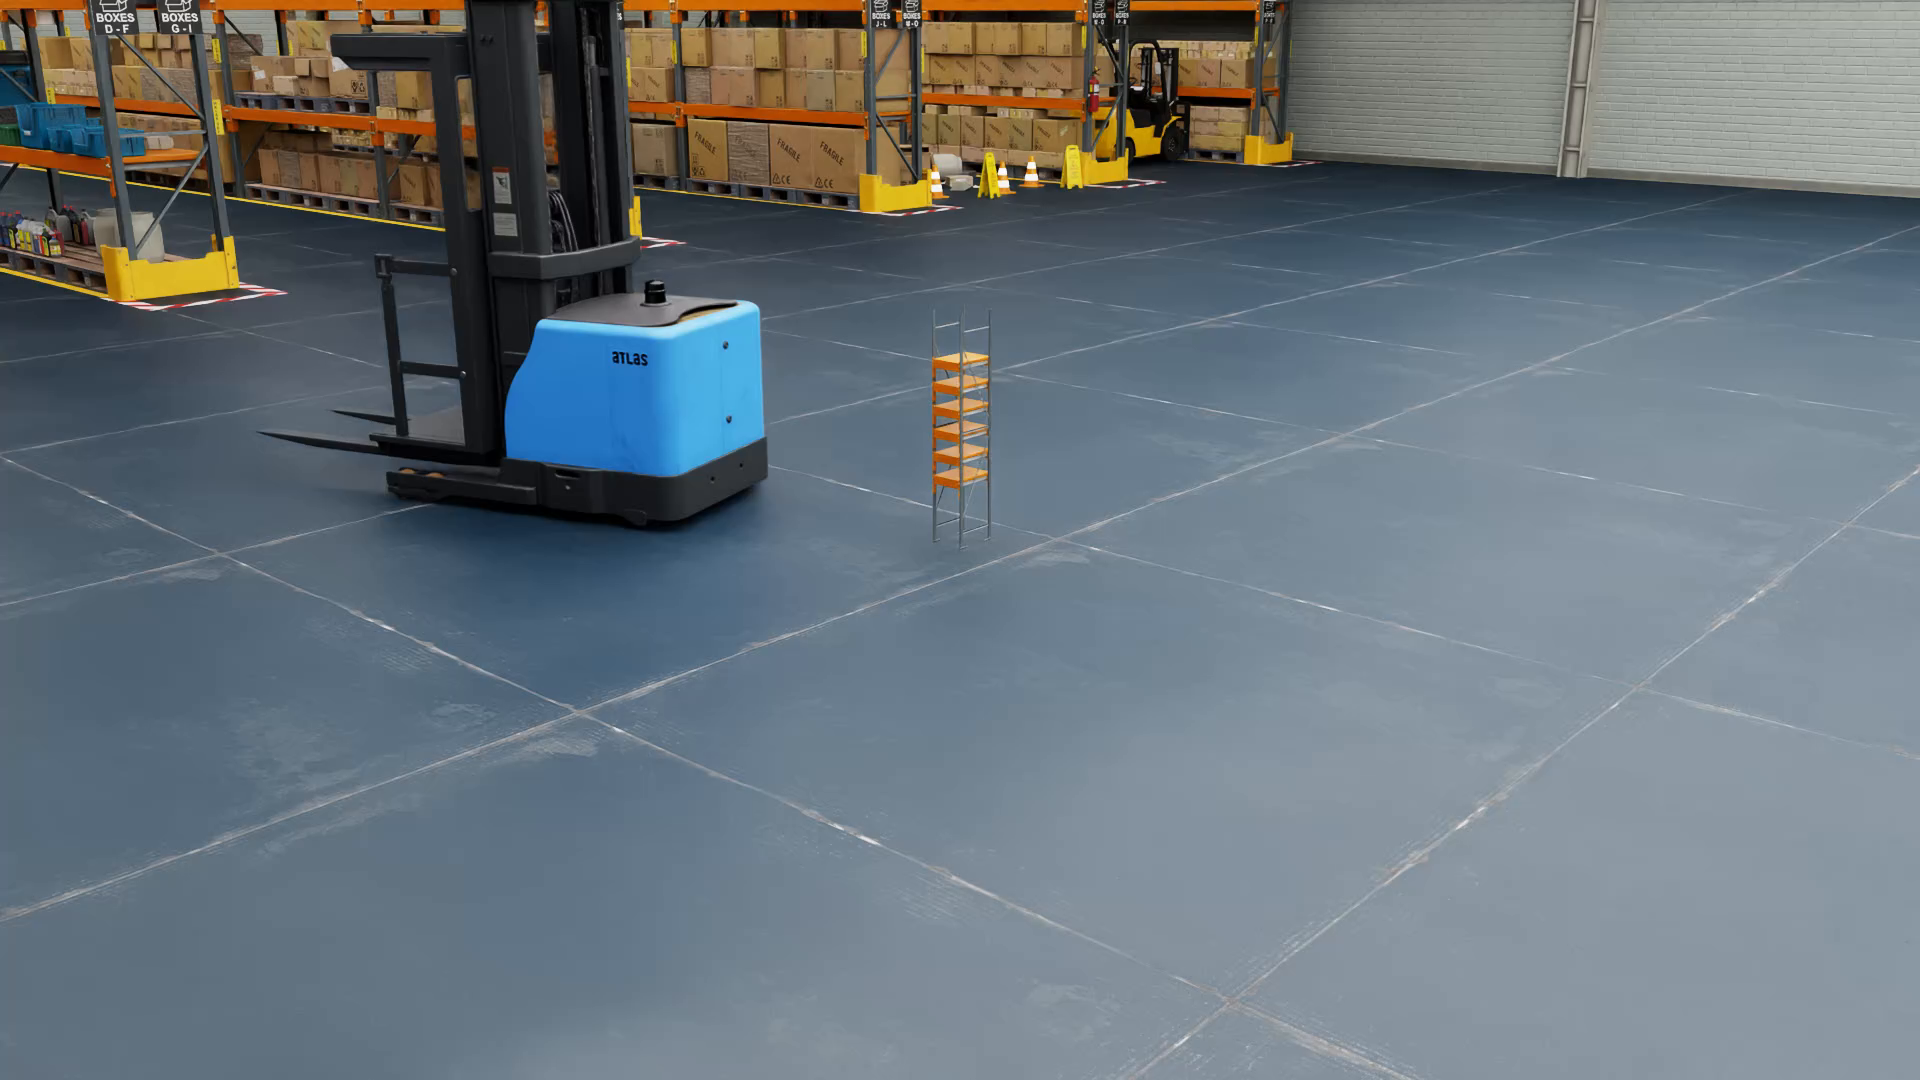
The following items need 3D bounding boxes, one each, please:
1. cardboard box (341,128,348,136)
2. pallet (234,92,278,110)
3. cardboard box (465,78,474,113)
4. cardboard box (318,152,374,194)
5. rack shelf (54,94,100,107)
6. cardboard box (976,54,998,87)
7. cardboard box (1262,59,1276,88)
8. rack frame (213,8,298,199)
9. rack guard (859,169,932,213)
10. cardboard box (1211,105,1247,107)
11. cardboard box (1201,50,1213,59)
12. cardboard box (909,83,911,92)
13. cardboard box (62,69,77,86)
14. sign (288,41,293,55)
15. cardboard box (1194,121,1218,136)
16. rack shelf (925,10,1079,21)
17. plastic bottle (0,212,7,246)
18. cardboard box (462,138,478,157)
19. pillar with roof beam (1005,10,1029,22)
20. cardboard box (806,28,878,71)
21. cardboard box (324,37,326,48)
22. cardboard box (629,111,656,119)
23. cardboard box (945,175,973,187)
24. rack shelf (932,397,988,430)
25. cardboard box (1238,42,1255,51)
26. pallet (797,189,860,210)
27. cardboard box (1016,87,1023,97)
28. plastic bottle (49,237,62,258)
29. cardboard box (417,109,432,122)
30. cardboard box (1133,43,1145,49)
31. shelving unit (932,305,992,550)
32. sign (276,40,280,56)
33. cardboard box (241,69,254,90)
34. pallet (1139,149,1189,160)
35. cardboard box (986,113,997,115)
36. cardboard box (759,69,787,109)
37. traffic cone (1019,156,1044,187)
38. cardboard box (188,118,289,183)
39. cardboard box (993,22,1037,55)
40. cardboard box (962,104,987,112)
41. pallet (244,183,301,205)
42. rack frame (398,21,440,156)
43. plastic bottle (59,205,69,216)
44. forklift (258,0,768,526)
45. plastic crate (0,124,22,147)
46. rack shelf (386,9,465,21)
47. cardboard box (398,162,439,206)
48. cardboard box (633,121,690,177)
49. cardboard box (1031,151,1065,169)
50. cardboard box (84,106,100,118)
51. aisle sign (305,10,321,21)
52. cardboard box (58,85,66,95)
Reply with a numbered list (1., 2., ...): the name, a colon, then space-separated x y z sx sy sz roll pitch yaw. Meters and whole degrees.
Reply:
1. cardboard box: -11.631 -7.843 31.892 0.250 0.149 0.380 17 24 42
2. pallet: -9.654 -6.354 23.992 1.003 0.211 1.213 15 23 39
3. cardboard box: -5.466 -5.448 20.162 0.500 0.500 0.875 15 23 39
4. cardboard box: -8.473 -5.120 23.191 0.500 0.500 0.700 13 22 35
5. rack shelf: -14.745 -7.426 28.242 4.000 0.370 1.077 15 23 39
6. cardboard box: 0.605 -7.745 27.401 0.500 0.500 0.500 15 23 40
7. cardboard box: 5.410 -8.534 30.378 0.500 0.500 0.500 16 24 41
8. rack frame: -10.257 -6.565 24.338 0.127 3.000 1.000 15 23 39
9. rack guard: -0.888 -4.864 23.111 0.348 0.500 1.175 15 23 39
10. cardboard box: 4.986 -7.929 30.836 0.500 0.250 0.500 15 23 39
11. cardboard box: 4.609 -8.850 30.302 0.250 0.149 0.380 15 23 39
12. cardboard box: -0.665 -7.748 28.482 0.250 0.149 0.380 15 23 39
13. cardboard box: -14.524 -7.673 27.587 0.500 0.250 0.500 16 23 40
14. sign: -9.904 -7.203 24.567 0.005 0.325 0.100 15 23 39
15. cardboard box: 4.657 -7.582 30.569 0.500 0.250 0.500 15 23 39
16. rack shelf: 1.108 -10.616 33.333 4.000 0.370 1.077 15 23 39
17. plastic bottle: -10.225 -3.332 17.804 0.185 0.351 0.144 16 24 41
18. cardboard box: -8.347 -6.956 29.008 0.500 0.500 0.500 14 22 37
19. pillar with roof beam: -1.672 -11.758 30.785 0.400 9.000 9.100 15 23 39
20. cardboard box: -1.630 -6.819 23.107 0.550 0.550 0.875 15 23 39
21. cardboard box: -11.574 -9.478 31.207 0.500 0.500 0.500 14 22 38
22. cardboard box: -6.154 -8.691 33.856 0.875 0.875 0.875 16 24 41
23. cardboard box: -0.016 -5.648 26.161 0.380 0.149 0.250 -6 18 -18
24. rack shelf: 0.011 -0.641 8.398 0.180 0.103 0.258 15 23 39
25. cardboard box: 5.188 -8.847 29.800 0.250 0.149 0.380 15 23 39
26. pallet: -1.556 -4.874 23.620 1.213 0.211 1.003 15 23 39
27. cardboard box: 1.131 -7.317 27.125 0.250 0.149 0.380 15 23 40
28. plastic bottle: -9.226 -2.983 16.951 0.097 0.201 0.097 0 18 0
29. cardboard box: -6.568 -5.326 20.850 0.250 0.149 0.380 15 23 39
30. cardboard box: 3.434 -9.293 31.204 0.250 0.149 0.380 15 23 38
31. shelving unit: 0.011 -0.569 8.421 0.189 1.200 0.258 15 23 39
32. sign: -13.233 -9.563 32.353 0.005 0.325 0.100 15 23 39
33. cardboard box: -10.440 -6.771 24.824 0.500 0.500 0.500 16 24 41
34. pallet: 4.088 -7.384 31.530 1.213 0.211 1.003 15 23 39
35. cardboard box: 0.697 -6.989 28.285 0.500 0.500 0.500 17 24 42
36. cardboard box: -2.399 -6.539 24.010 0.500 0.550 0.875 15 23 39
37. traffic cone: 1.126 -5.786 26.077 0.334 0.463 0.336 15 23 39
38. cardboard box: -10.760 -5.895 25.047 0.875 0.875 1.225 14 22 37
39. cardboard box: 0.954 -8.102 26.872 0.500 0.500 0.700 15 23 39
40. cardboard box: 0.564 -8.741 34.427 0.625 0.625 0.875 16 24 41
41. pallet: -9.674 -5.078 24.264 1.213 0.211 1.003 15 23 39
42. rack frame: -9.881 -8.470 30.340 0.127 3.000 1.000 15 23 39
43. plastic bottle: -9.880 -3.524 18.408 0.185 0.351 0.144 14 23 38
44. forklift: -2.663 -1.742 9.256 3.031 2.935 1.130 7 19 22
45. plastic crate: -9.725 -4.203 17.248 0.662 0.188 0.450 15 23 39
46. rack shelf: -8.385 -9.155 28.730 4.000 0.370 1.077 15 23 39
47. cardboard box: -6.993 -4.681 21.840 0.500 0.500 0.500 14 22 38
48. cardboard box: -4.422 -6.095 25.884 0.750 0.750 1.050 15 23 39
49. cardboard box: 1.503 -6.196 27.028 0.500 0.250 0.500 15 23 39
50. cardboard box: -14.363 -6.886 28.170 0.875 0.875 0.875 15 23 39
51. aisle sign: -12.728 -10.594 32.738 0.004 0.787 0.394 15 23 39
52. cardboard box: -14.846 -7.544 27.840 0.250 0.149 0.380 16 23 40
